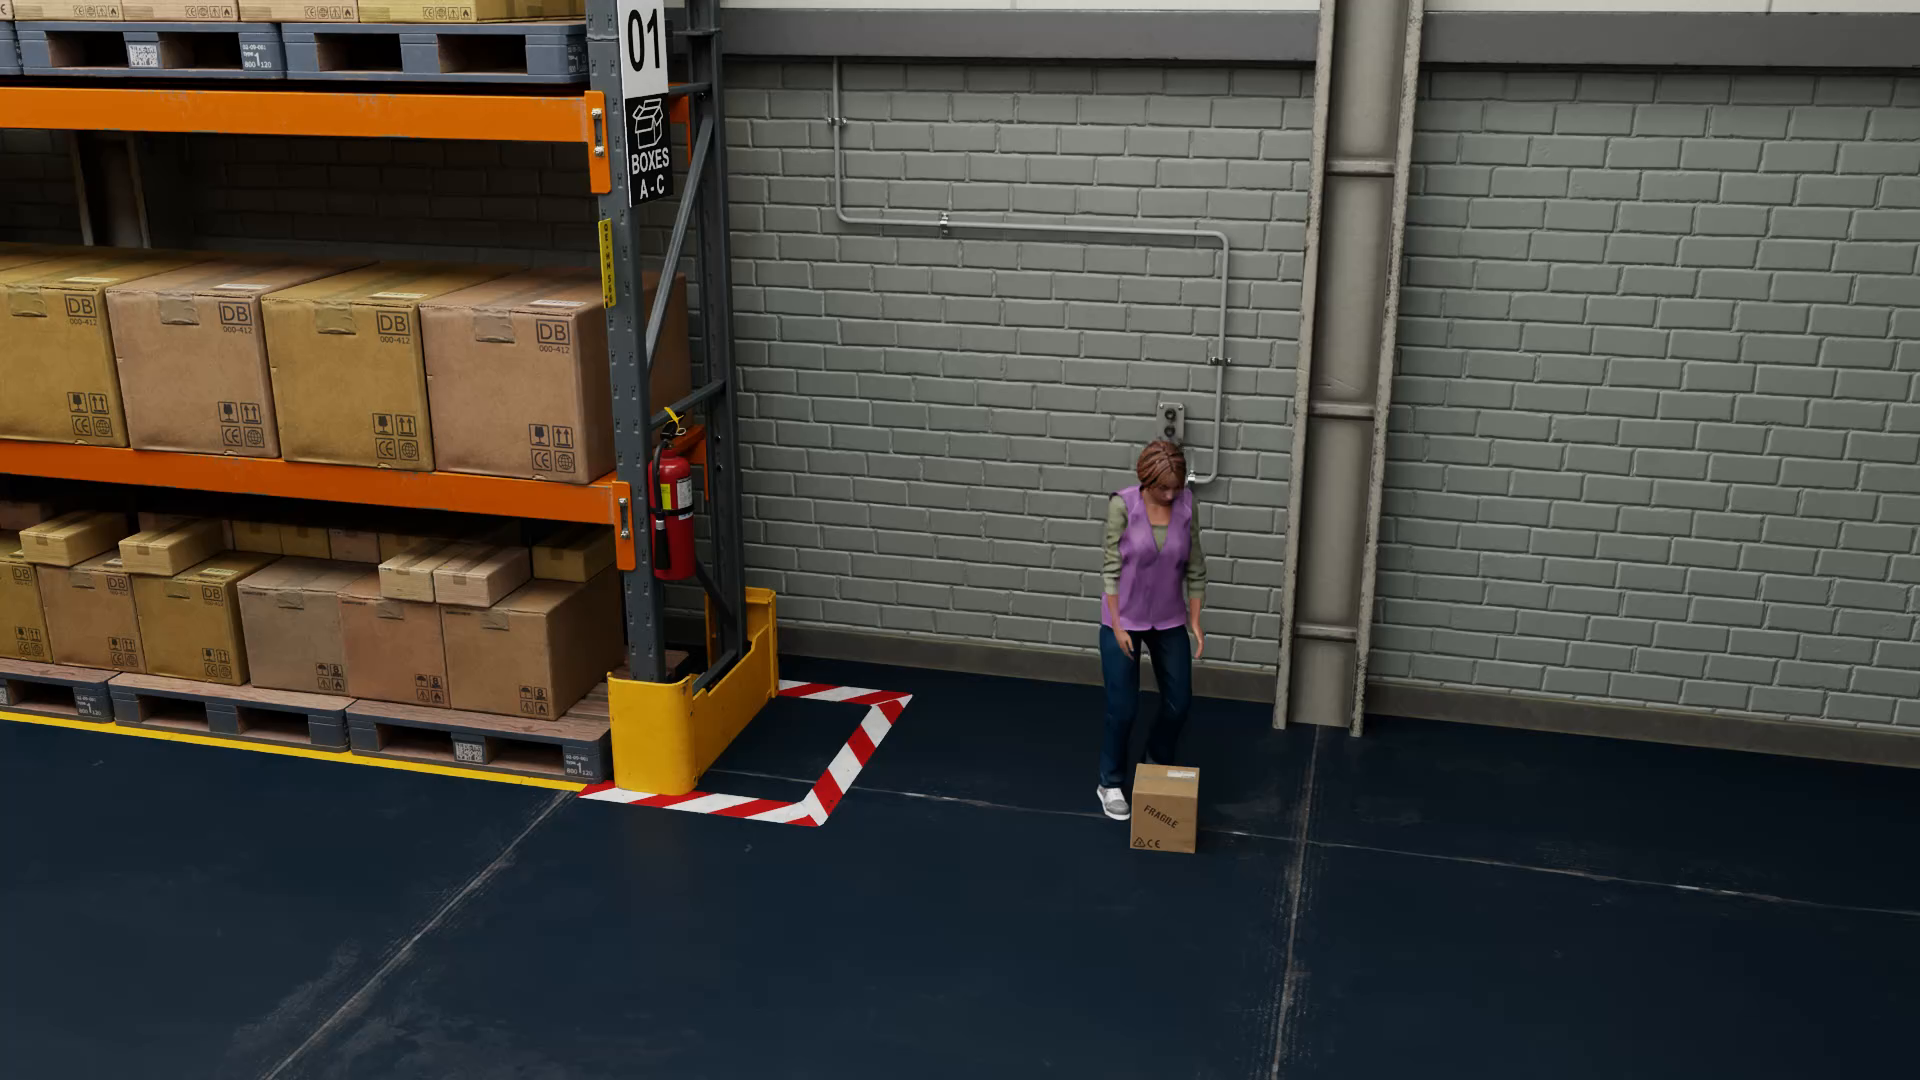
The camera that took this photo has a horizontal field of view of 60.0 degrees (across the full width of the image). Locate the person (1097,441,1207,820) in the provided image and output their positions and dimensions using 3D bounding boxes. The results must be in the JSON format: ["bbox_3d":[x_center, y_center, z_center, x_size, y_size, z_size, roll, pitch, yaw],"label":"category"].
[{"bbox_3d":[0.761,0.347,6.609,0.423,1.568,0.367,-4,19,-12],"label":"person"}]
